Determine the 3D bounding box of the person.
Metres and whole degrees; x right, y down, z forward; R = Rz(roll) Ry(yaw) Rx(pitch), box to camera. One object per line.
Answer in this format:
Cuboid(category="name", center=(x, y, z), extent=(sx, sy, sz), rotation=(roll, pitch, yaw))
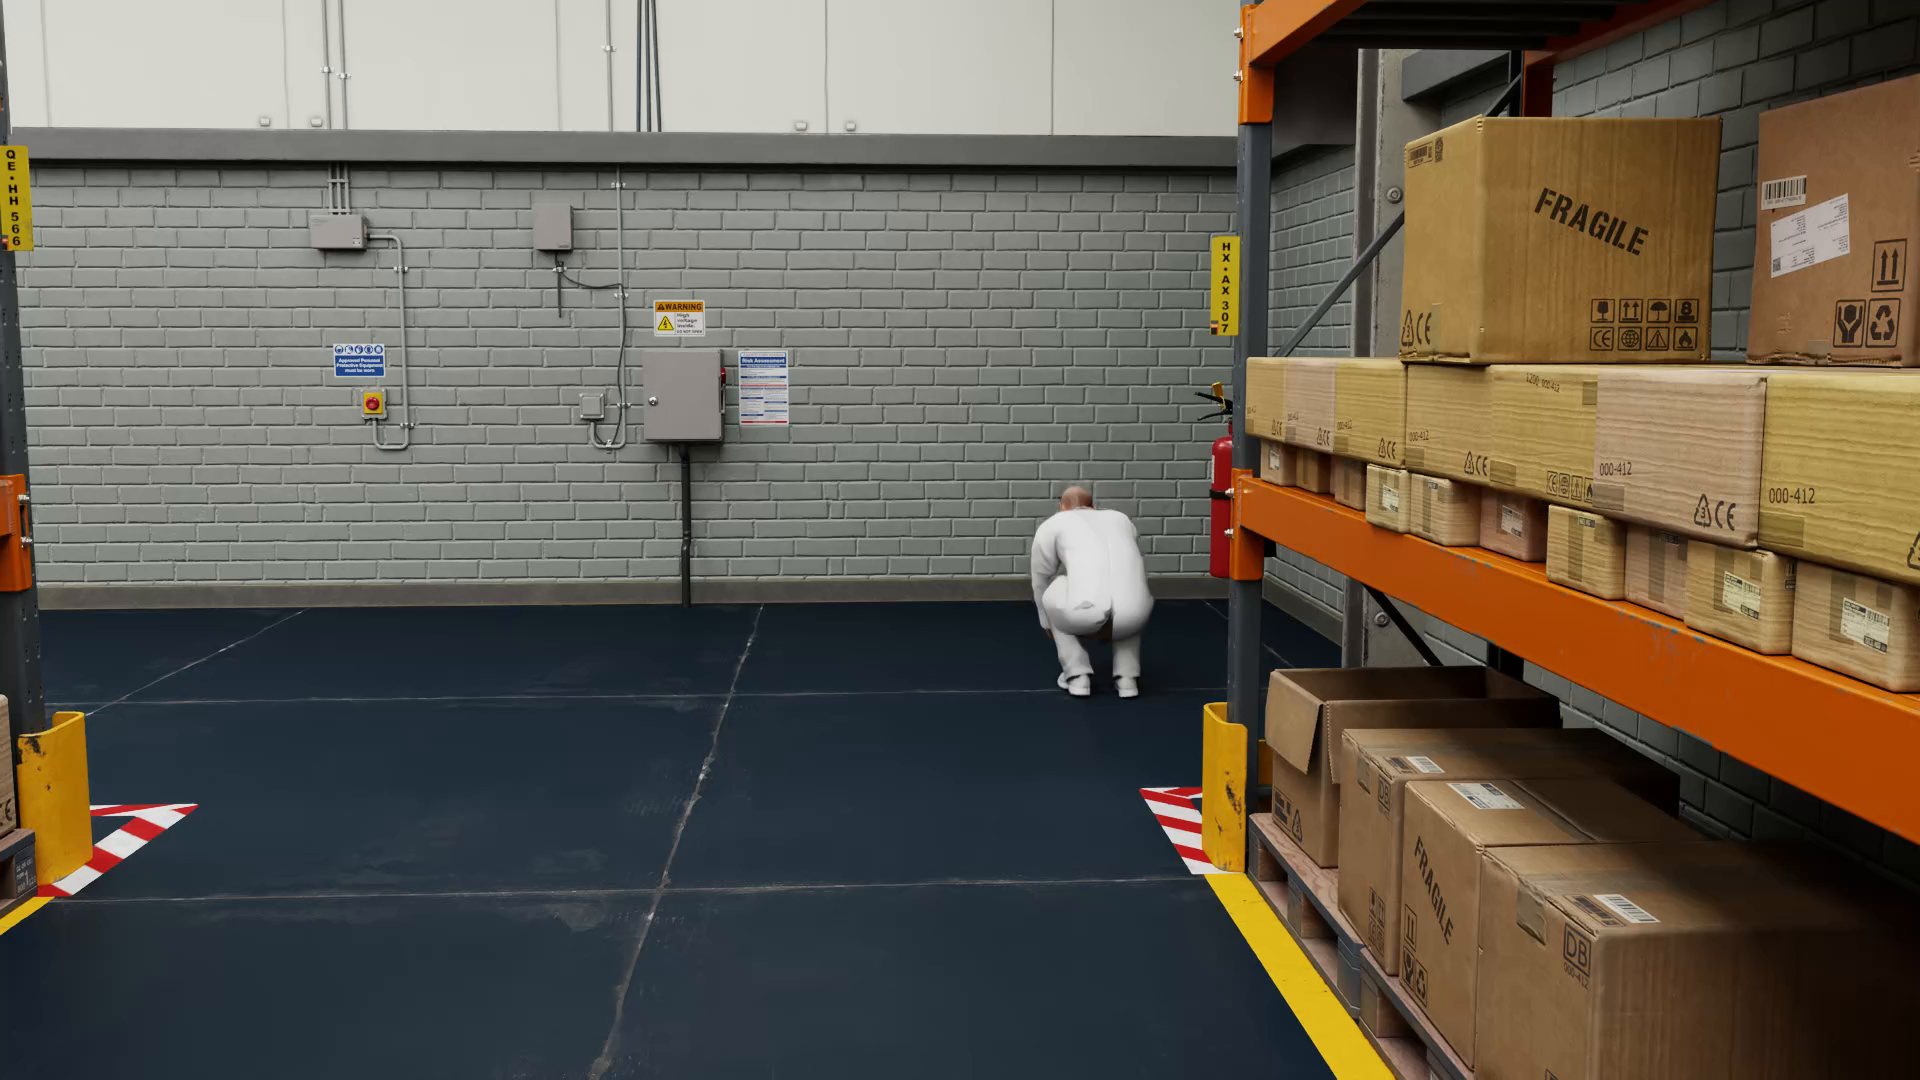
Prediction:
Cuboid(category="person", center=(0.673, 0.252, 8.453), extent=(0.611, 1.011, 0.912), rotation=(0, 7, -4))
